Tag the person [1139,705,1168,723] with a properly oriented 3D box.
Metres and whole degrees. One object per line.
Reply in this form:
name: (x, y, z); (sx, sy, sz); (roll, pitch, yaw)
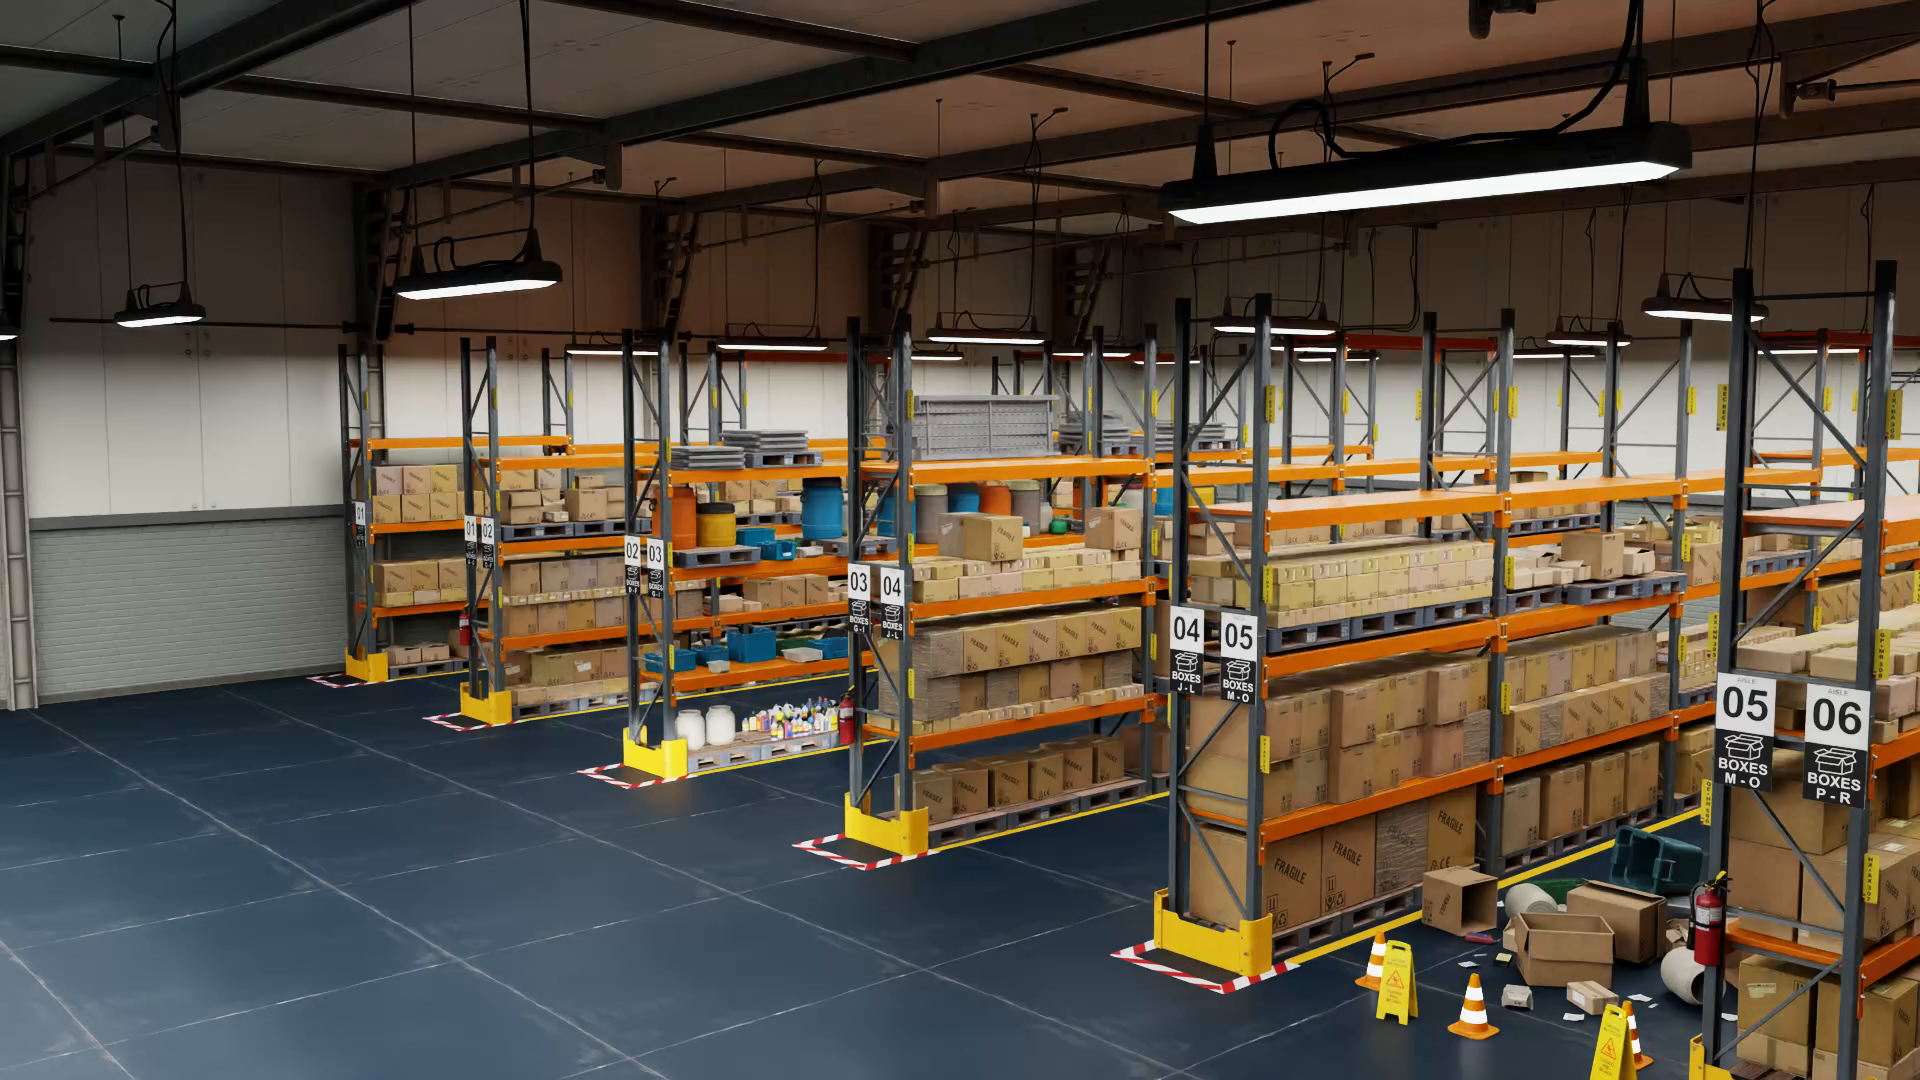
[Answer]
person: (2.811, 2.067, 24.851); (0.532, 1.754, 0.586); (-4, 7, -41)
